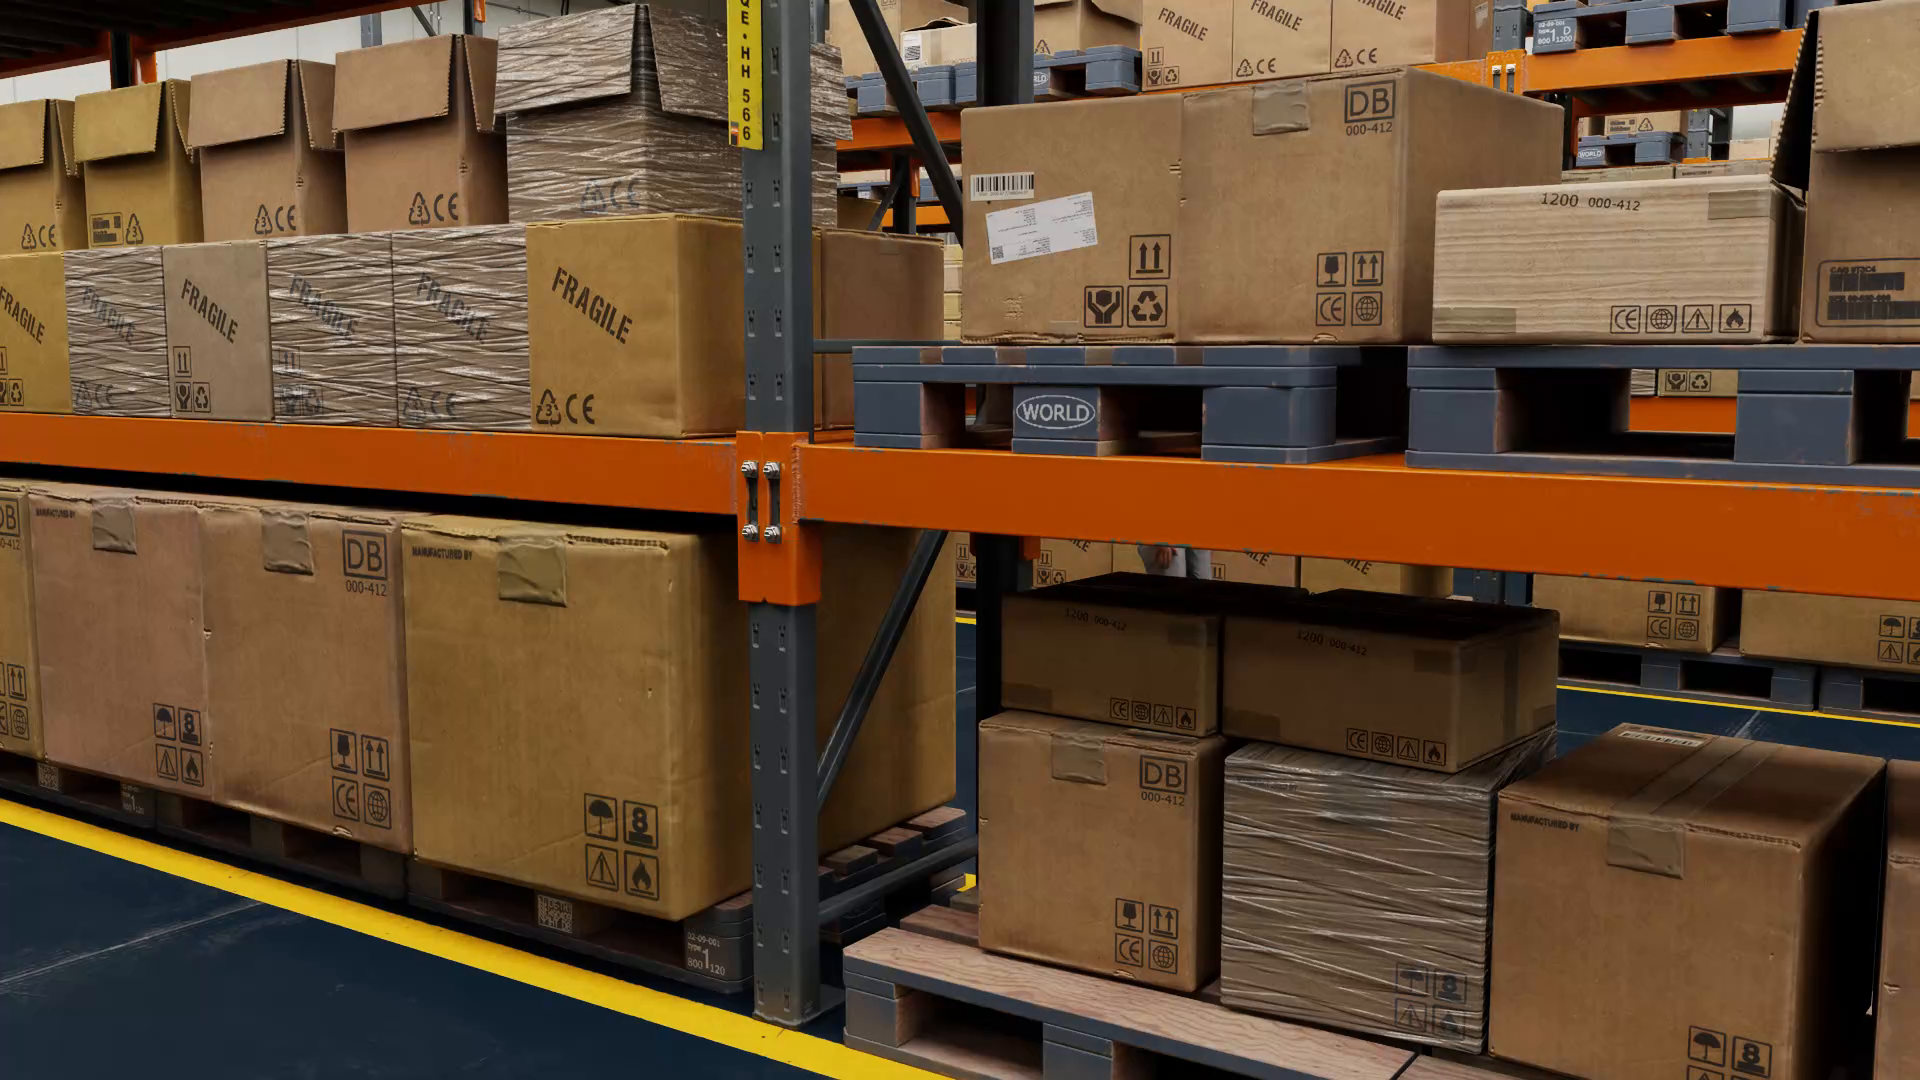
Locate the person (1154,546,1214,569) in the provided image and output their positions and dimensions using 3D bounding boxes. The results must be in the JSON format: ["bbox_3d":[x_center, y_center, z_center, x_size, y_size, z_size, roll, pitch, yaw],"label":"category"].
[{"bbox_3d":[0.830,-0.015,6.337,0.344,1.591,0.451,4,8,32],"label":"person"}]
